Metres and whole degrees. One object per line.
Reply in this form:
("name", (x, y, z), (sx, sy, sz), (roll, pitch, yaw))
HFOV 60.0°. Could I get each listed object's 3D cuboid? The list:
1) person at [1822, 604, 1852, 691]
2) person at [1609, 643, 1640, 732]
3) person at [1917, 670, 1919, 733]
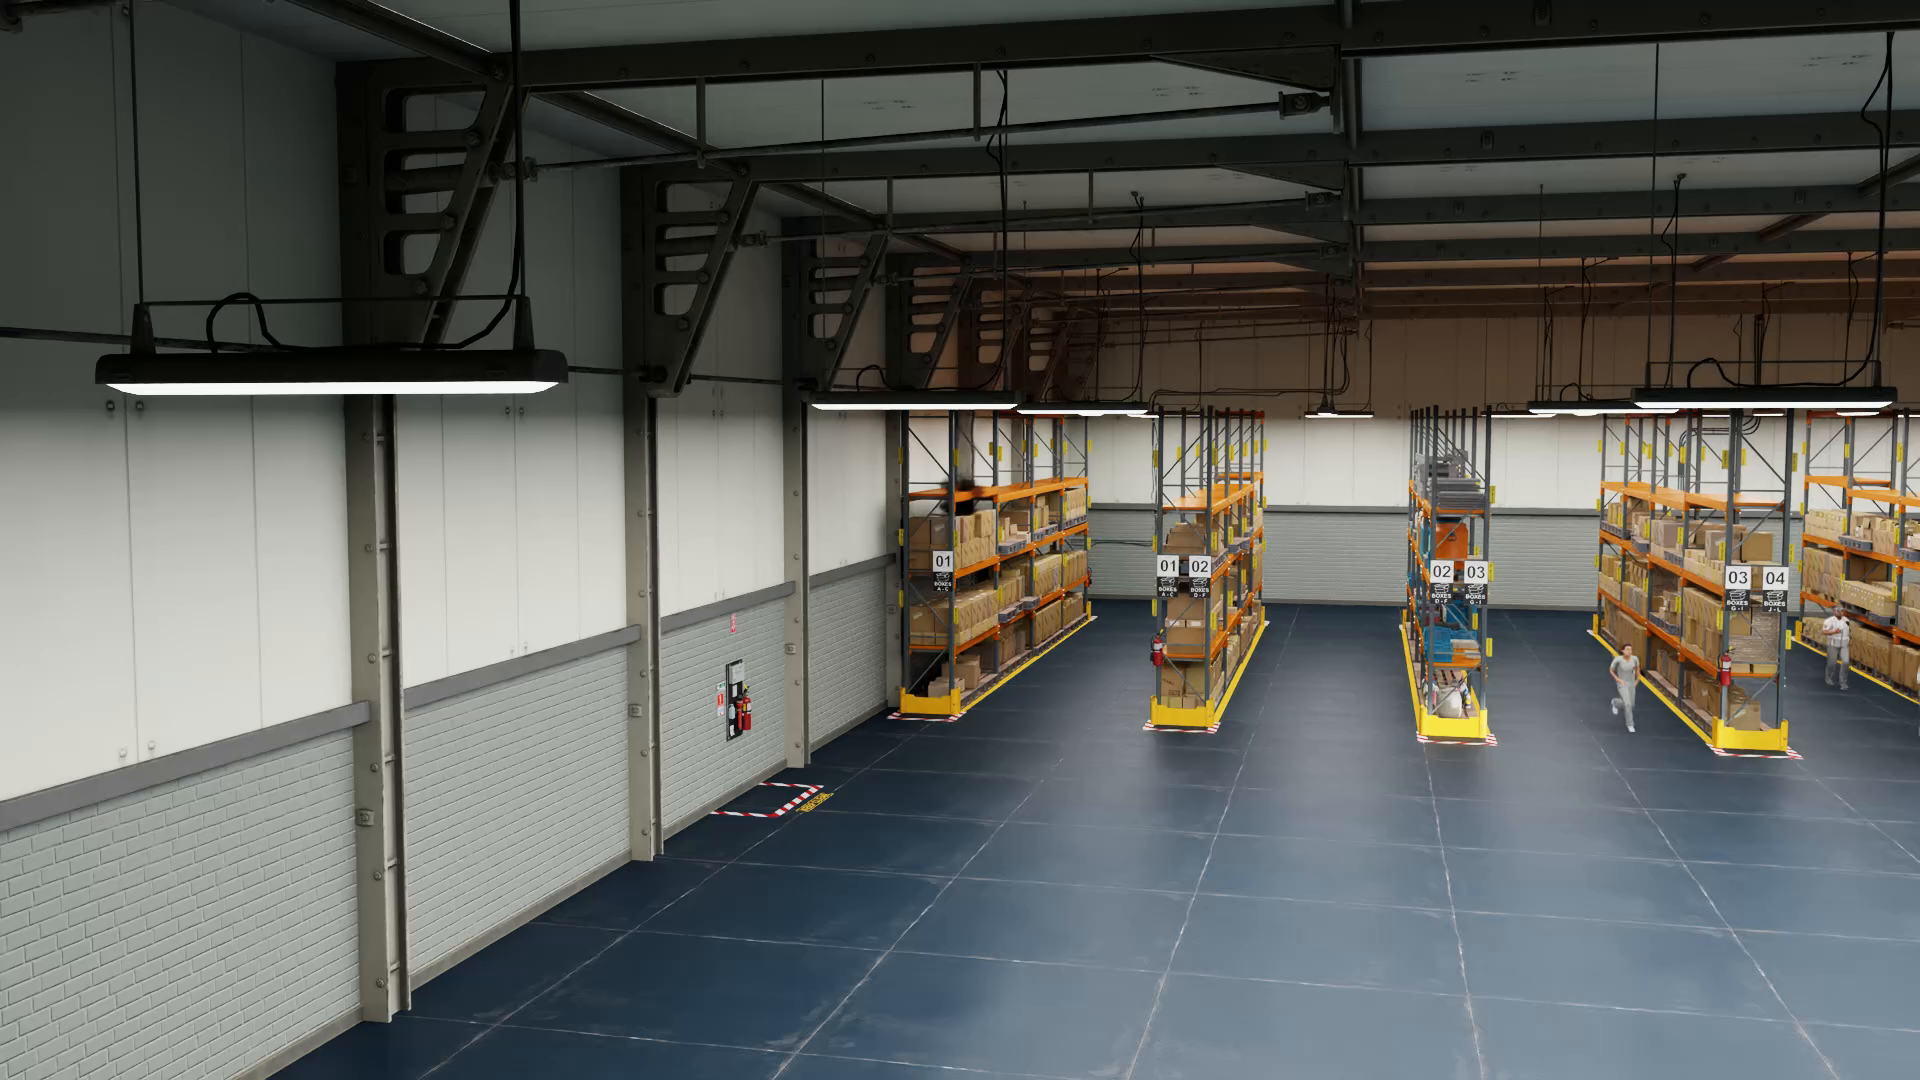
("person", (18.791, 2.280, 35.605), (0.642, 1.840, 0.762), (1, 4, 10))
("person", (12.346, 2.714, 30.953), (0.576, 1.648, 0.803), (0, 4, -6))
("person", (17.359, 2.796, 29.703), (0.514, 1.631, 0.653), (1, 4, 10))
